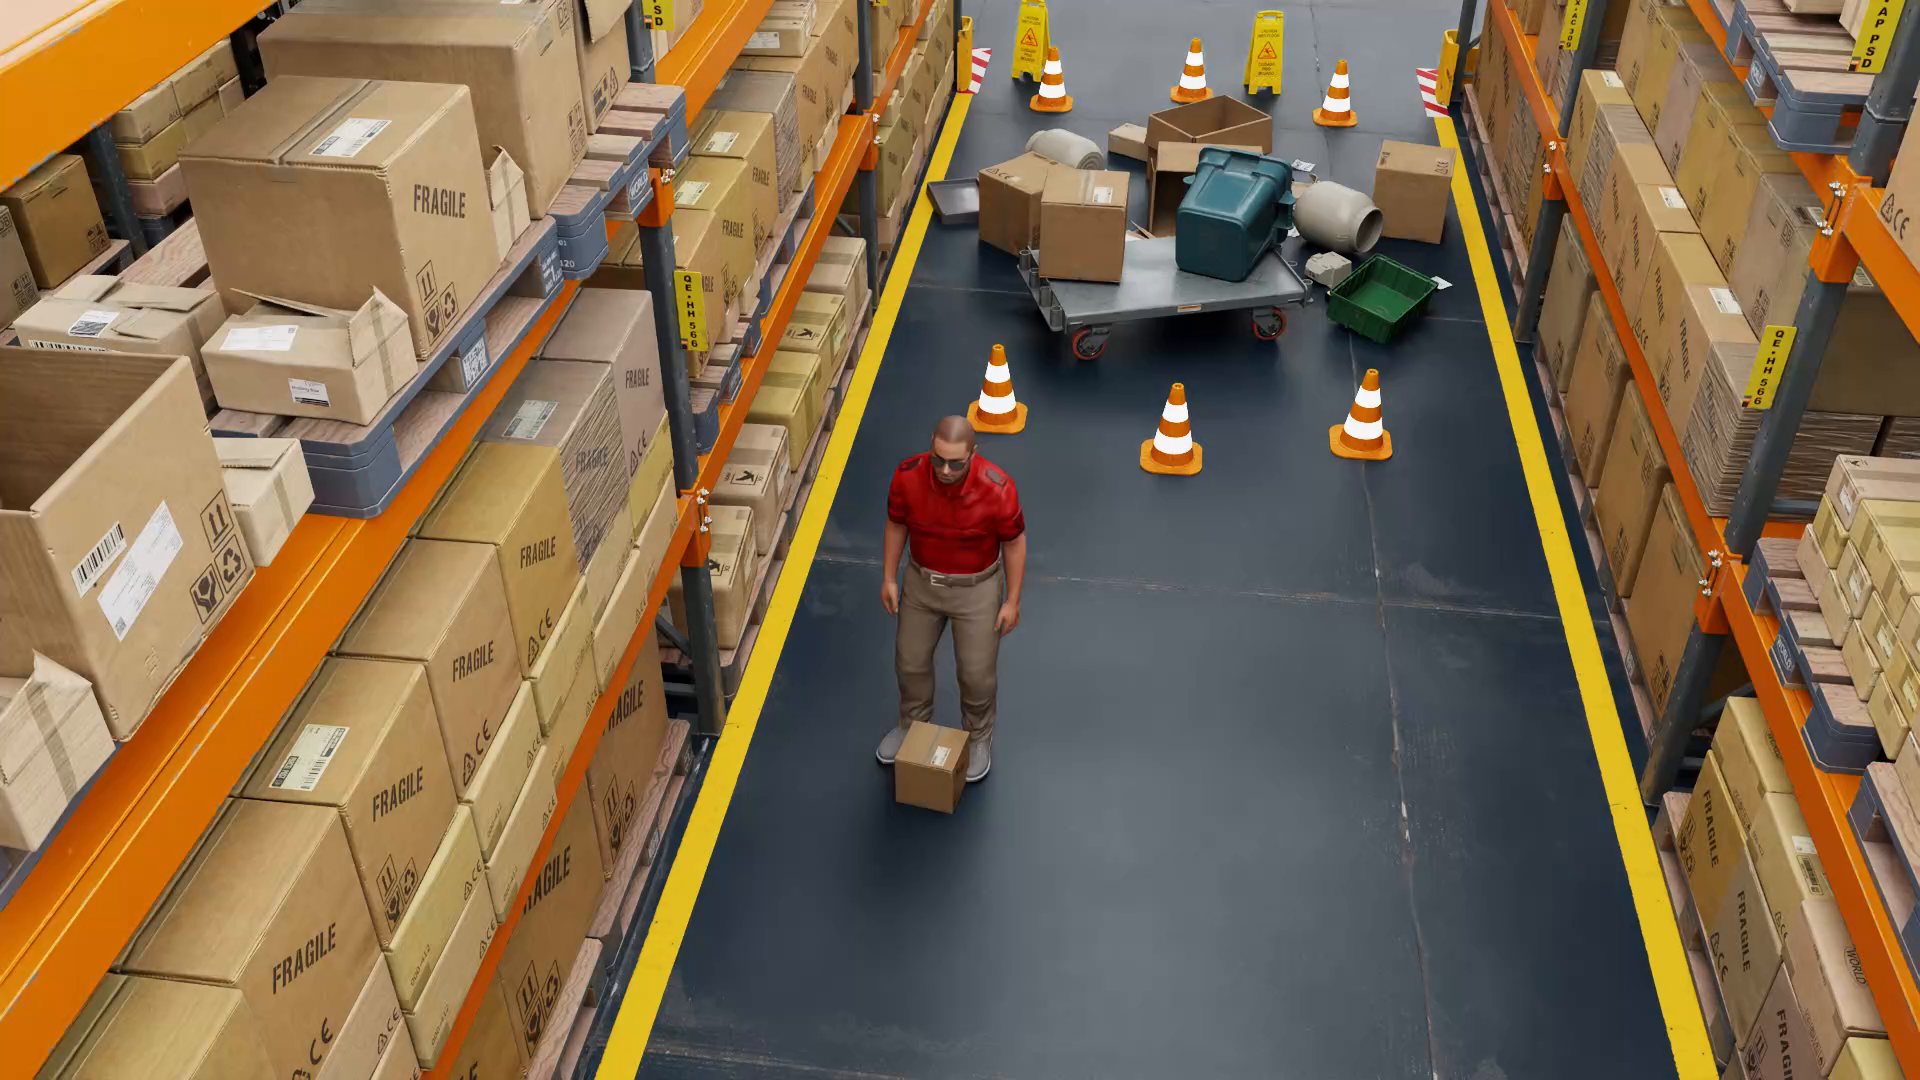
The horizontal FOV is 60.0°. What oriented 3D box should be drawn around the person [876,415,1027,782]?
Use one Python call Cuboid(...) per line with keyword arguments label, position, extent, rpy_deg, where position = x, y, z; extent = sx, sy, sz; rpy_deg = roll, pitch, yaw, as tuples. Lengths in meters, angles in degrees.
Cuboid(label="person", position=(-0.040, 0.212, 6.759), extent=(0.603, 1.726, 0.393), rpy_deg=(9, 37, 13))
